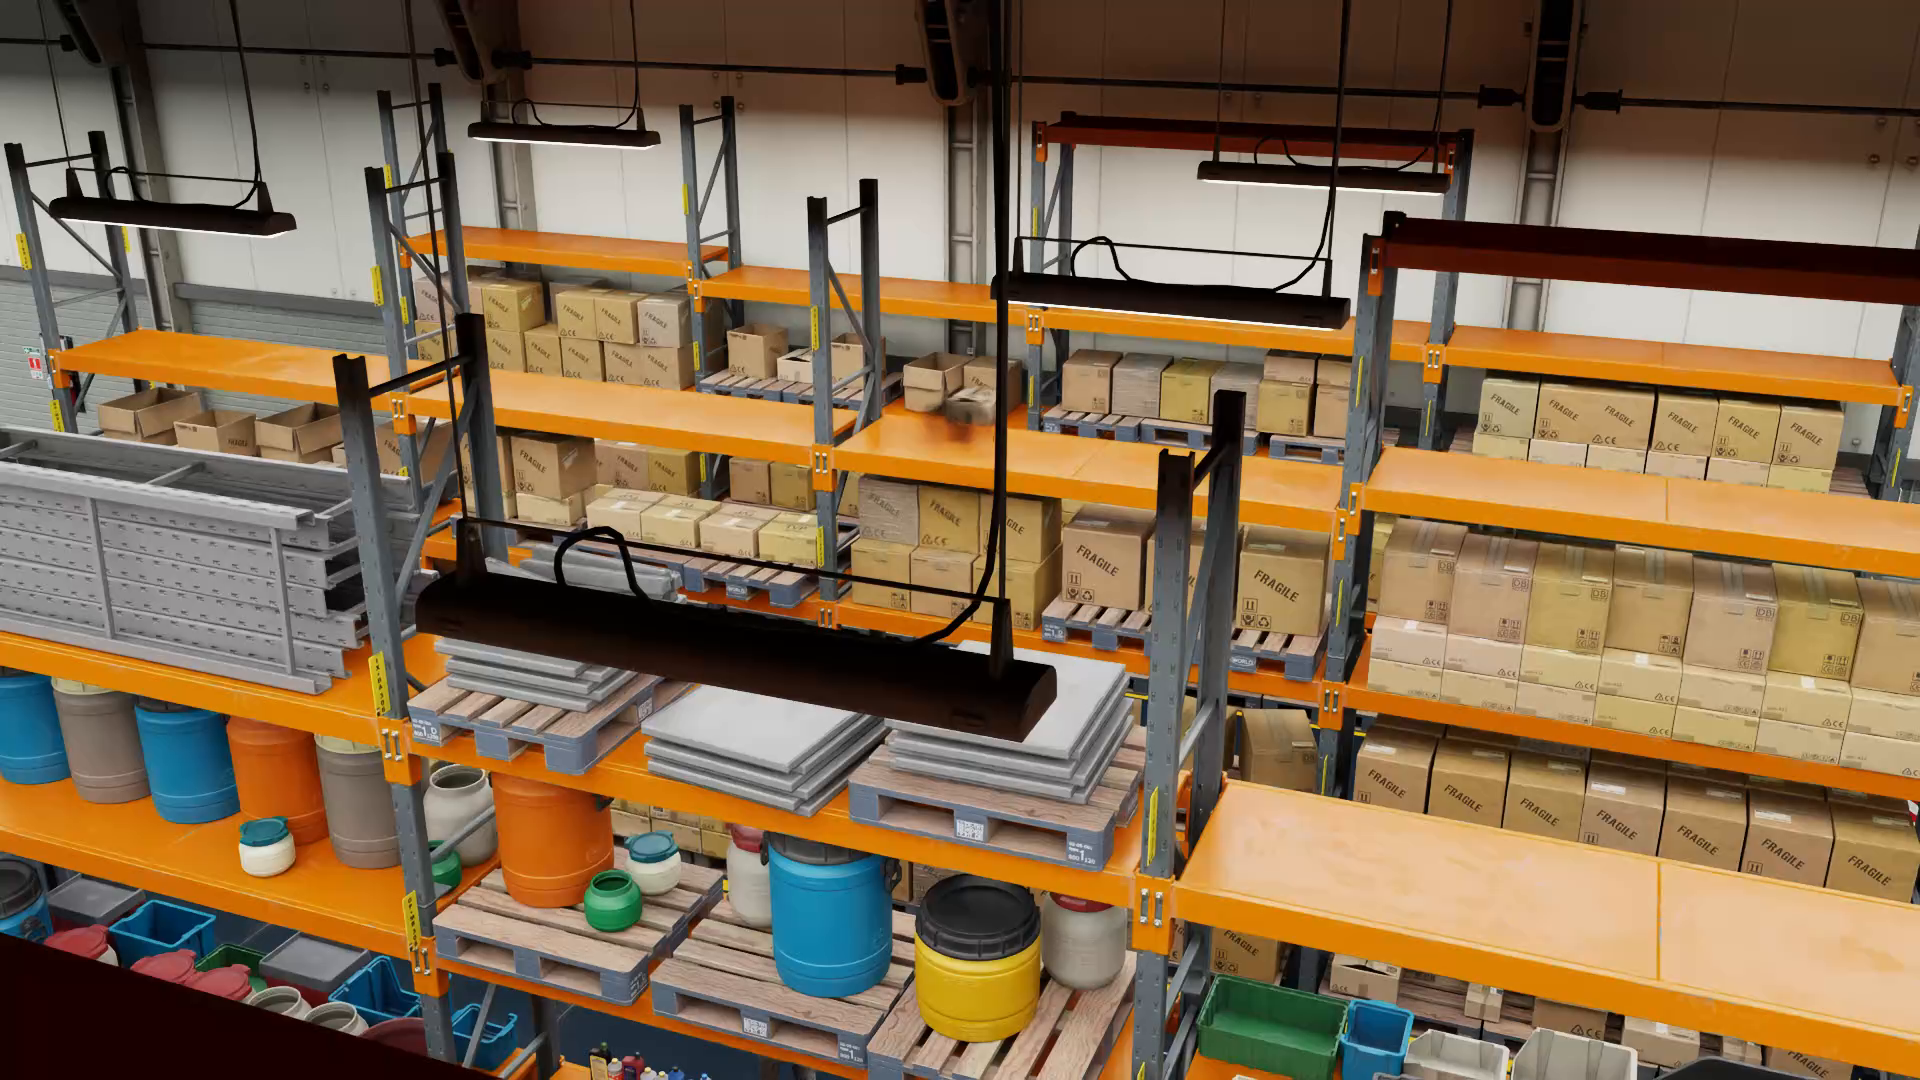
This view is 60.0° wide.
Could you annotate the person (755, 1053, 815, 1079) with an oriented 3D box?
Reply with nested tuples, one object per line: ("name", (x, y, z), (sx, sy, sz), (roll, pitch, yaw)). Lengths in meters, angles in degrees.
("person", (-1.188, 3.367, 11.226), (0.490, 1.677, 0.614), (-6, 22, -15))
